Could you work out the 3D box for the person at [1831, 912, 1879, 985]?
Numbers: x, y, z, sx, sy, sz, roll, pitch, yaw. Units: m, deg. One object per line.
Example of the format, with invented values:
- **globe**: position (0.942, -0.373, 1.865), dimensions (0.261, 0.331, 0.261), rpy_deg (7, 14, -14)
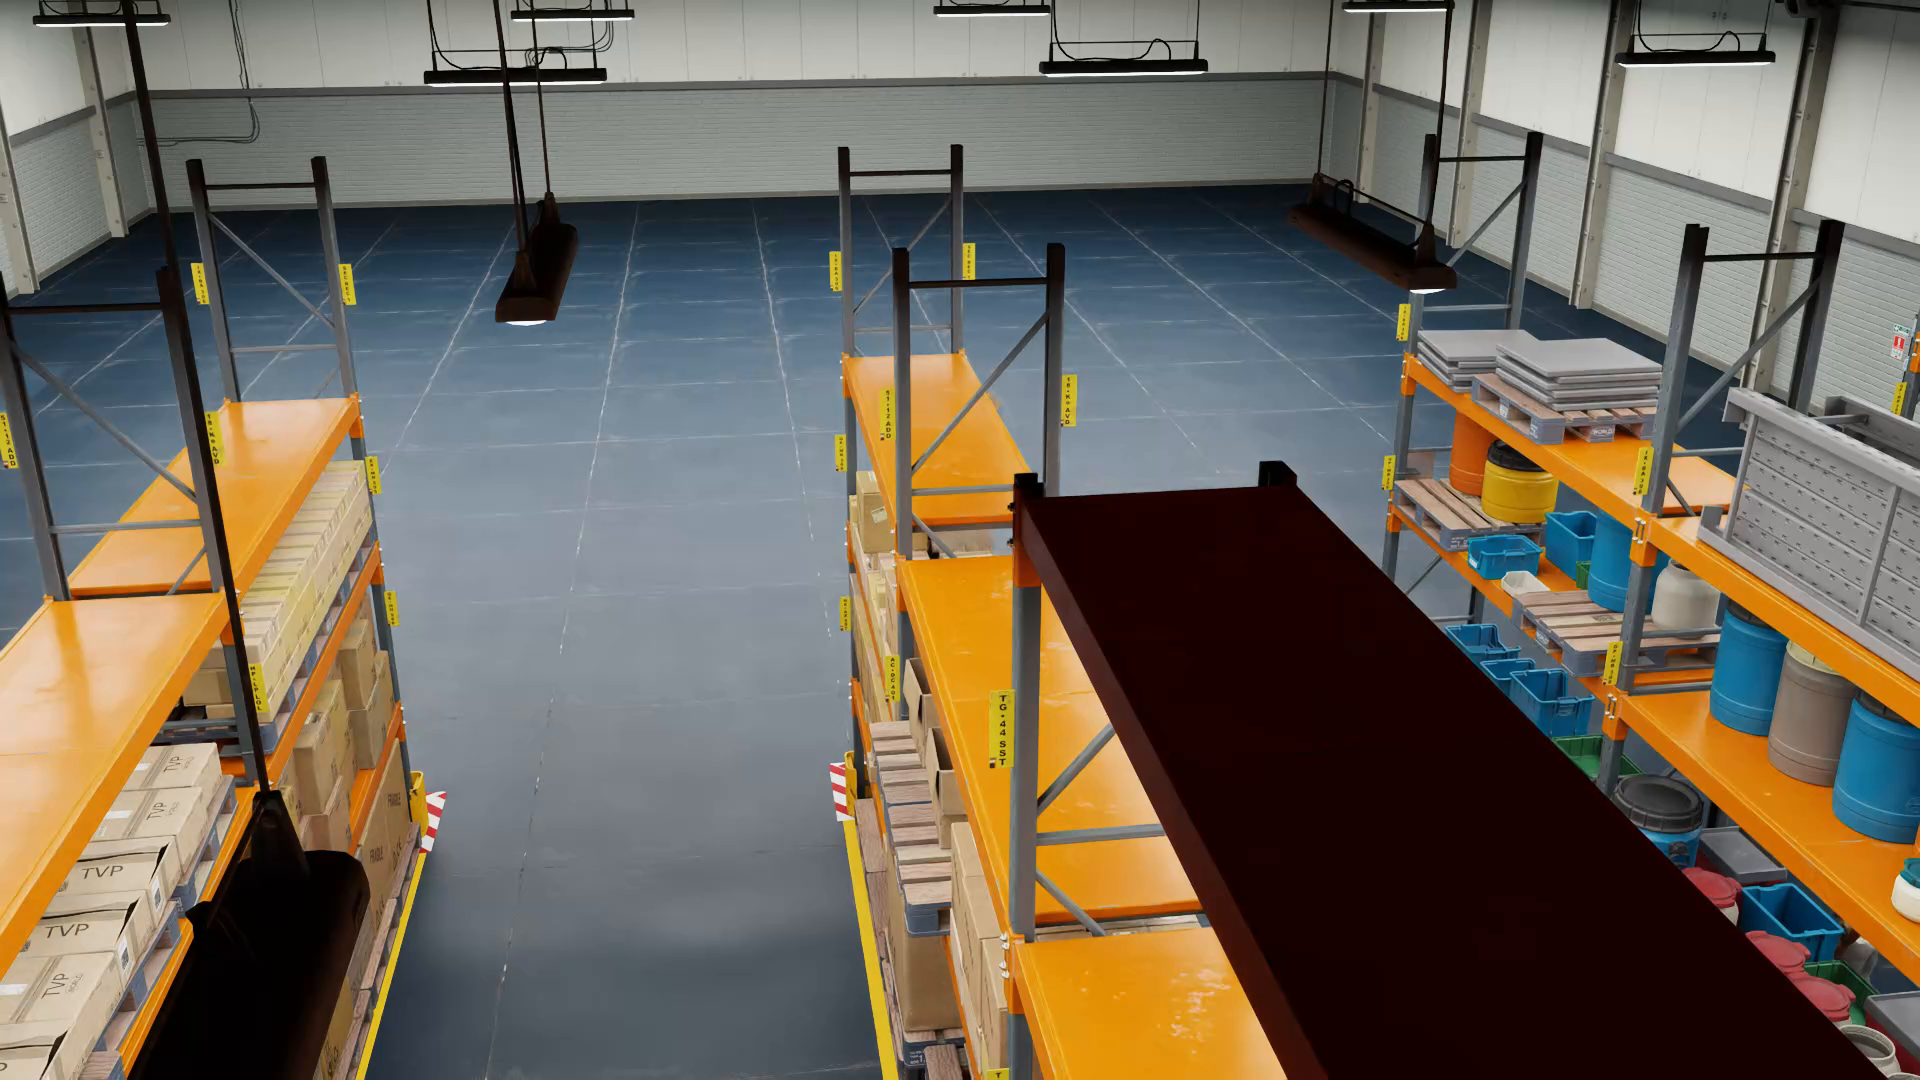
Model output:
- **person**: position (6.511, 2.880, 12.085), dimensions (0.486, 1.705, 0.365), rpy_deg (-17, 27, -36)
